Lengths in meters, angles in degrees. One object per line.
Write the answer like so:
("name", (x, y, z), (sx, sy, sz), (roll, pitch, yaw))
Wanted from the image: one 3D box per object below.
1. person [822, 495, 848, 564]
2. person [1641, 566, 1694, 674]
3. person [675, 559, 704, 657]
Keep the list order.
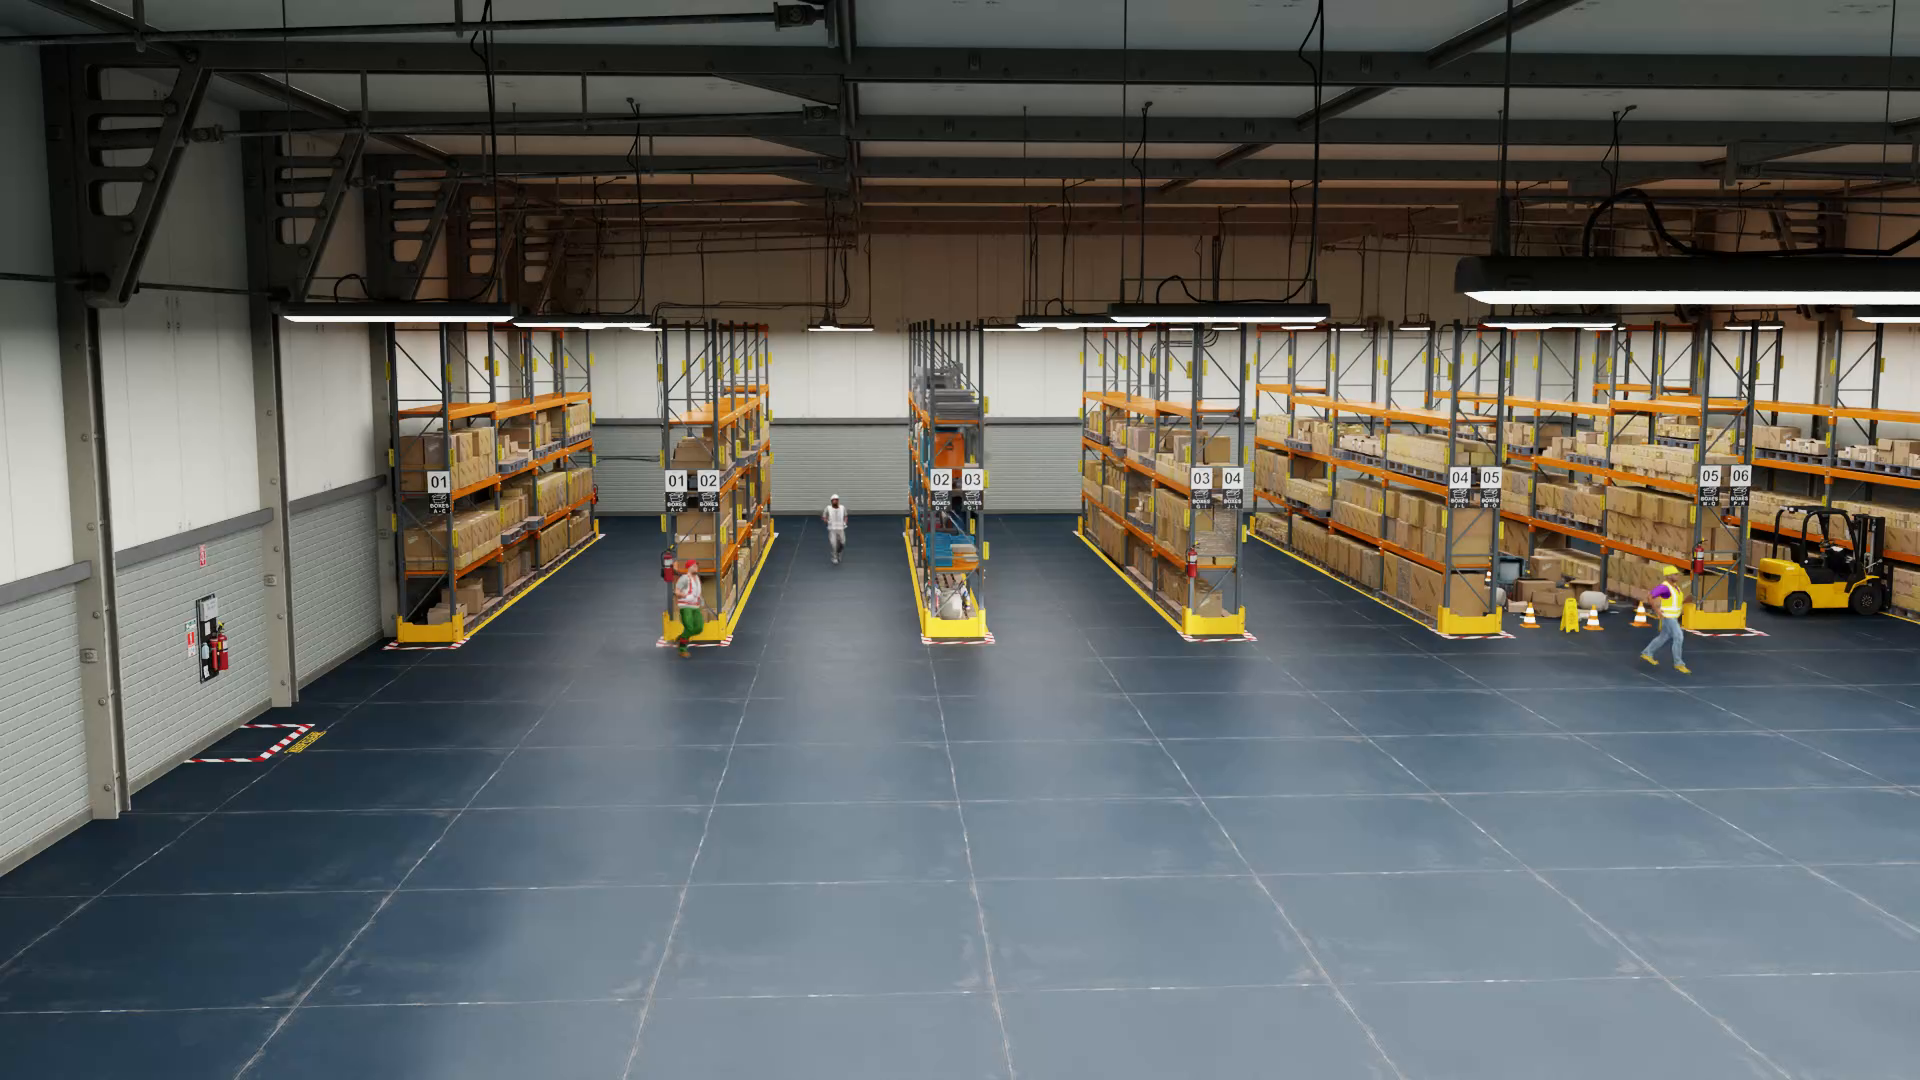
("person", (-3.079, -0.260, 41.417), (0.671, 1.736, 0.595), (-2, 7, -15))
("person", (12.081, 1.336, 28.330), (0.879, 1.803, 0.682), (5, 9, 37))
("person", (-4.803, 1.203, 29.733), (0.631, 1.728, 0.680), (5, 8, 33))
